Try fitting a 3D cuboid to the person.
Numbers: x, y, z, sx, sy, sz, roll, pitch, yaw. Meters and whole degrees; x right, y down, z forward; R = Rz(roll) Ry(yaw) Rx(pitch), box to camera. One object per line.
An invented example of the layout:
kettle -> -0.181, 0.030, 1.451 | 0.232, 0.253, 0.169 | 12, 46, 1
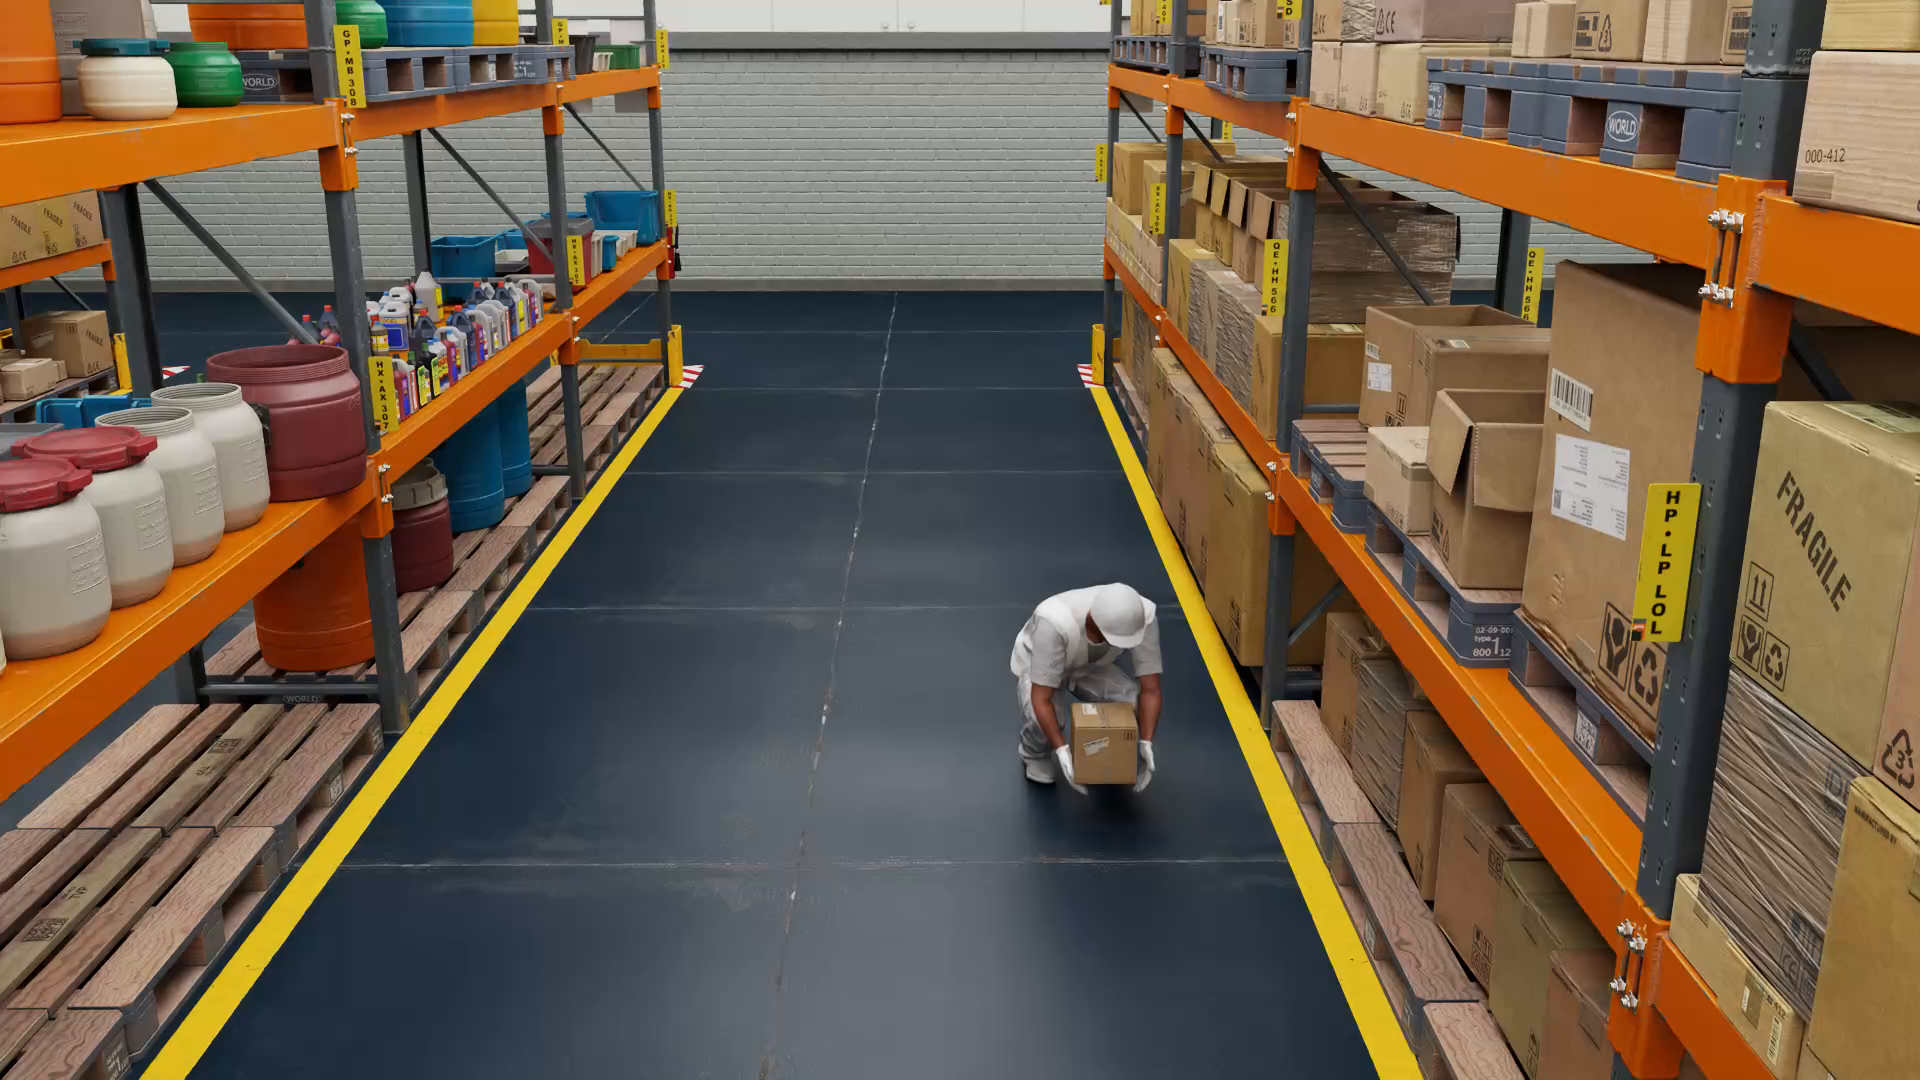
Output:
person -> 0.534, 0.572, 7.004 | 0.577, 0.992, 0.903 | -4, 17, -12
